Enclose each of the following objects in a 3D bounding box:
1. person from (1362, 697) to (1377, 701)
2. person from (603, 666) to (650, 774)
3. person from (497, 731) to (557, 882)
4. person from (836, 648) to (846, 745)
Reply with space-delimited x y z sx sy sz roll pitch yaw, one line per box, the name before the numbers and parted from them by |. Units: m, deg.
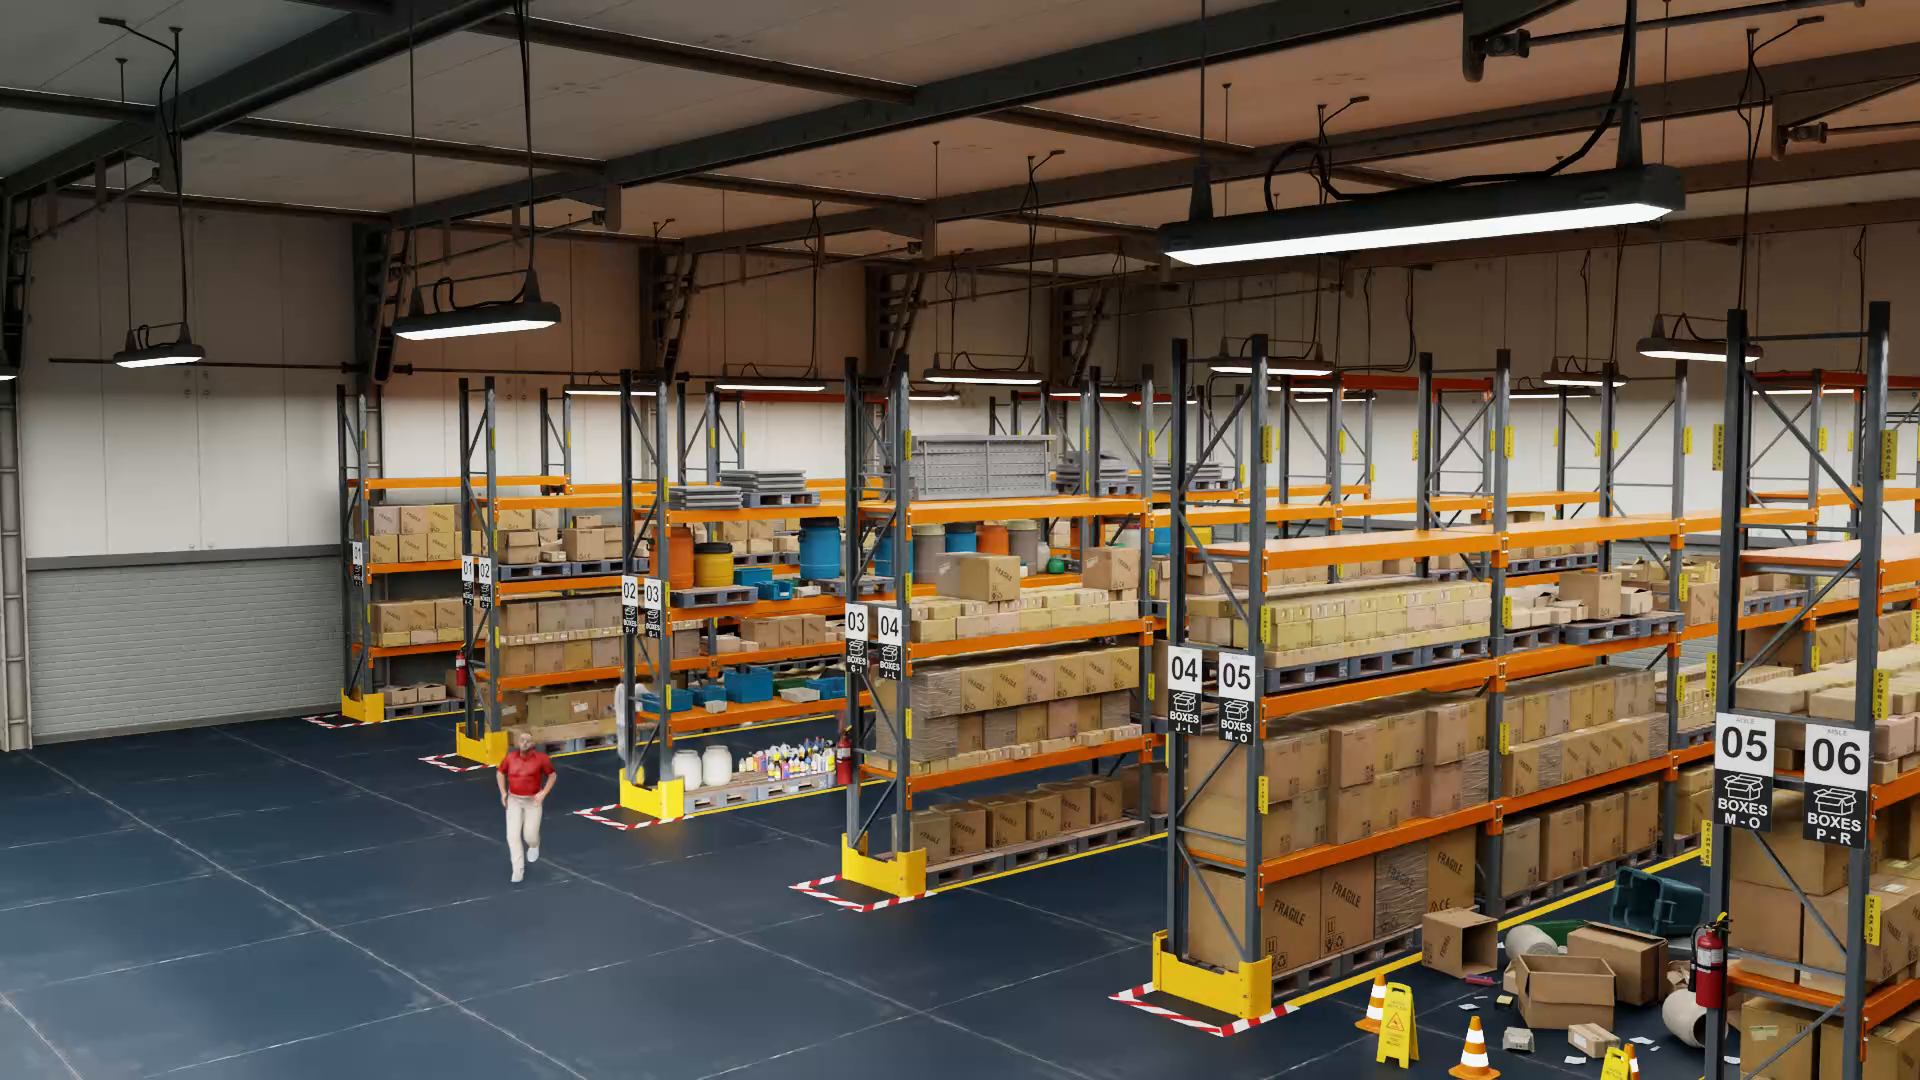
person | 5.297 2.869 21.669 0.677 1.772 0.649 3 5 41
person | -4.841 2.707 24.104 0.670 1.797 0.596 4 5 44
person | -5.059 3.069 19.416 0.695 1.715 0.768 0 4 -5
person | -1.822 2.556 27.201 0.596 1.633 0.762 2 4 32
